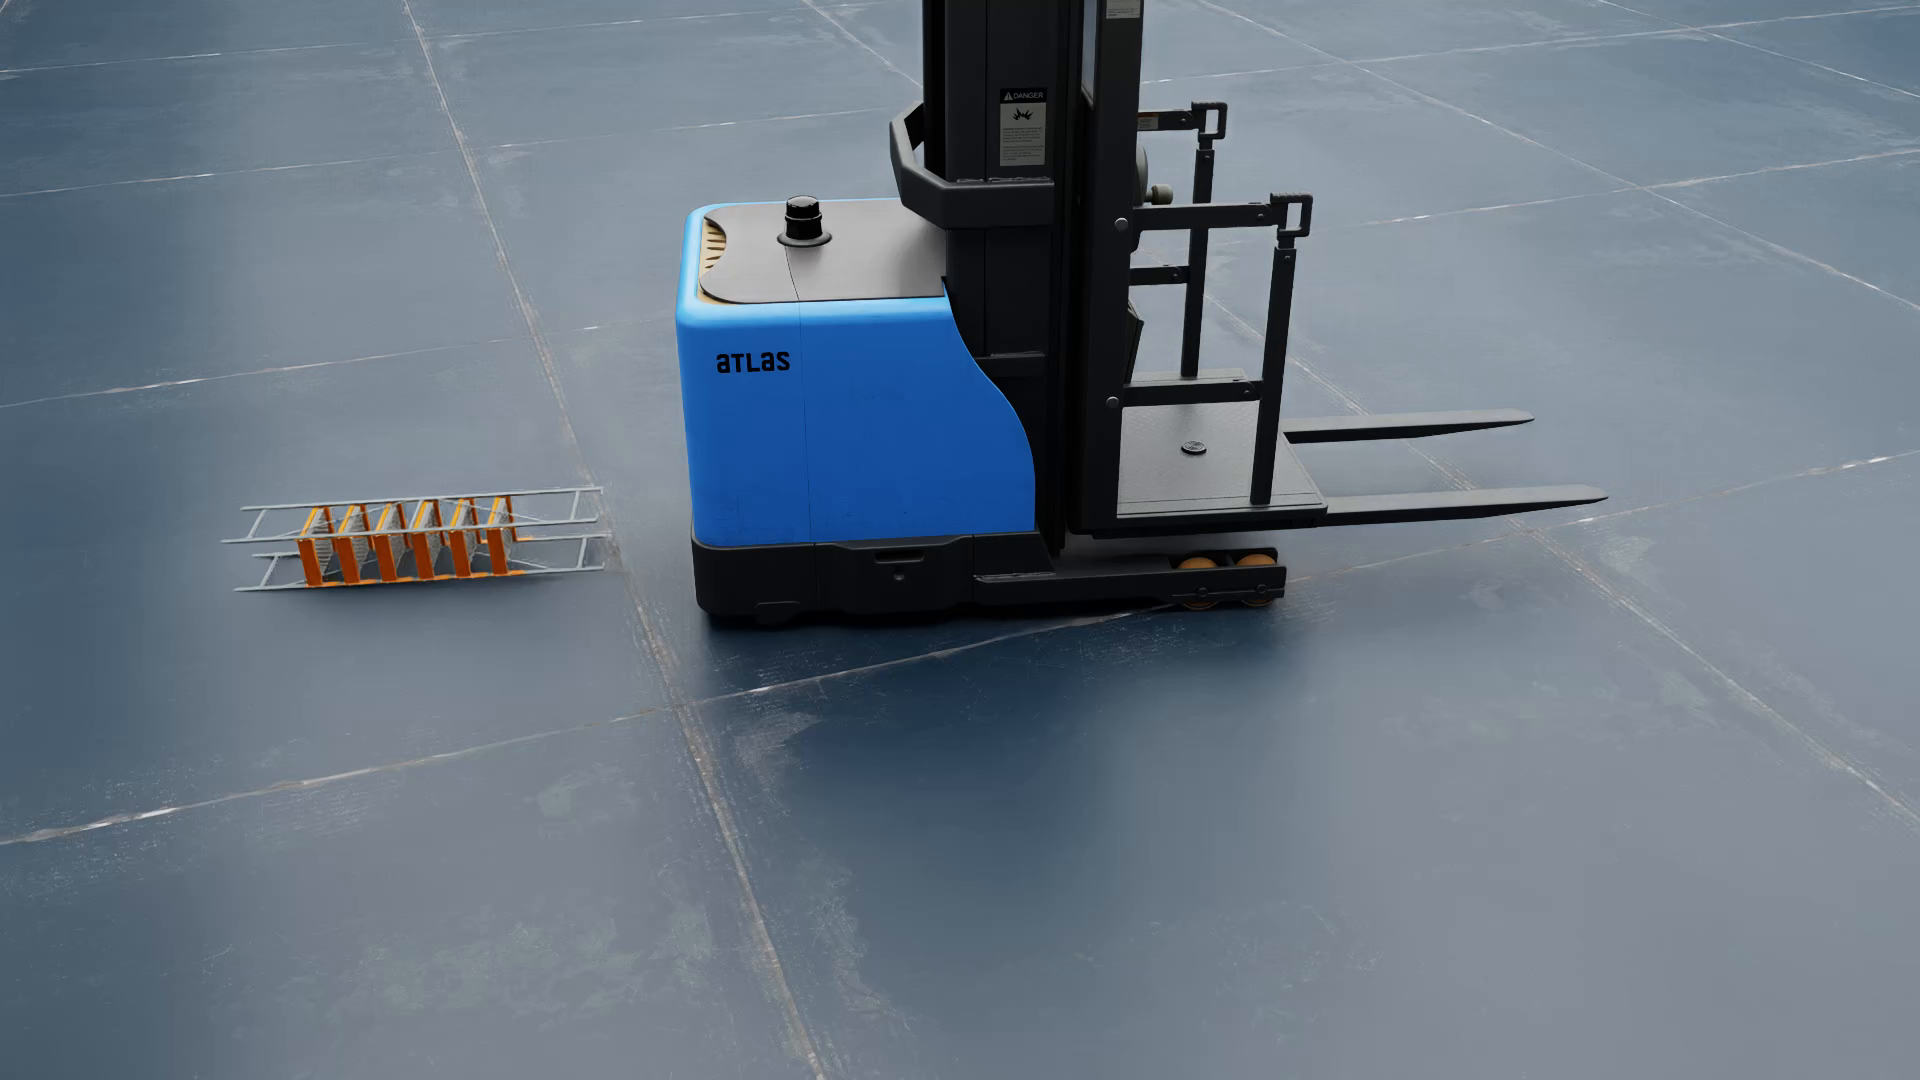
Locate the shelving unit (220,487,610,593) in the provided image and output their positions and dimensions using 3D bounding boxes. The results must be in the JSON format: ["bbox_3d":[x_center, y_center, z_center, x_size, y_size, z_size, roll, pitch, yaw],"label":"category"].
[{"bbox_3d":[-1.794,-0.004,5.546,1.200,0.189,0.258,-3,30,-4],"label":"shelving unit"}]

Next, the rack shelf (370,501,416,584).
[{"bbox_3d":[-1.870,0.000,5.540,0.103,0.180,0.258,-3,30,-4],"label":"rack shelf"}]

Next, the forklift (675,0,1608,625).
[{"bbox_3d":[0.627,-1.307,5.083,3.031,2.935,1.130,-3,30,-5],"label":"forklift"}]

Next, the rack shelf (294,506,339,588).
[{"bbox_3d":[-2.109,0.014,5.523,0.103,0.180,0.258,-3,30,-4],"label":"rack shelf"}]

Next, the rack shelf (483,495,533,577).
[{"bbox_3d":[-1.511,-0.021,5.566,0.103,0.180,0.258,-3,30,-4],"label":"rack shelf"}]

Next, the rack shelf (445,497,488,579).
[{"bbox_3d":[-1.631,-0.014,5.557,0.103,0.180,0.258,-3,30,-4],"label":"rack shelf"}]

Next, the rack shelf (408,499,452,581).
[{"bbox_3d":[-1.750,-0.007,5.549,0.103,0.180,0.258,-3,30,-4],"label":"rack shelf"}]

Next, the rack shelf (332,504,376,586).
[{"bbox_3d":[-1.989,0.007,5.532,0.103,0.180,0.258,-3,30,-4],"label":"rack shelf"}]

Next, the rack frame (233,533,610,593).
[{"bbox_3d":[-1.793,0.075,5.592,1.200,0.006,0.240,-3,30,-4],"label":"rack frame"}]

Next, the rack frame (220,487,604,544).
[{"bbox_3d":[-1.796,-0.084,5.500,1.200,0.006,0.240,-3,30,-4],"label":"rack frame"}]
